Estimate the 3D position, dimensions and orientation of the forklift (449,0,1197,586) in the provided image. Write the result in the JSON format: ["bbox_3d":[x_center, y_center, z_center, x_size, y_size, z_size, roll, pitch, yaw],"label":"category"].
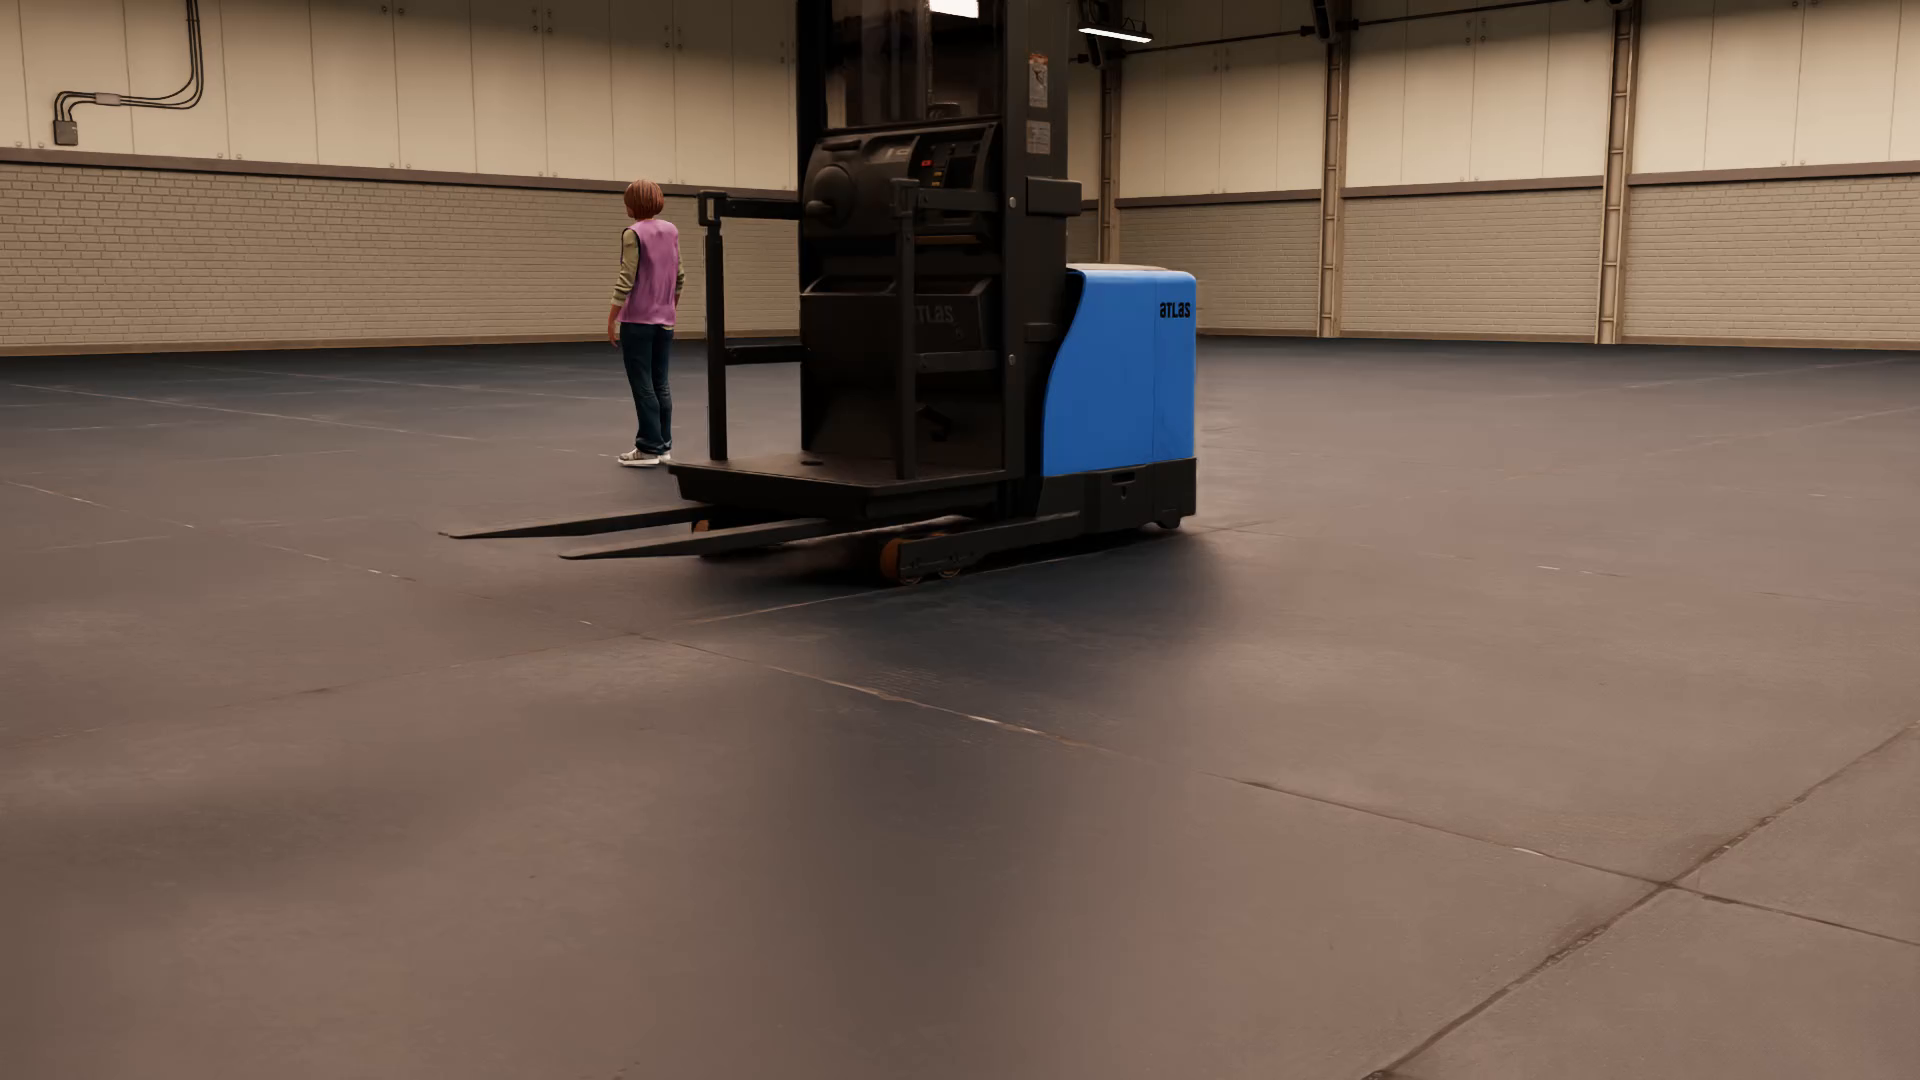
[{"bbox_3d":[-0.374,-1.377,6.017,1.130,2.935,3.031,8,11,42],"label":"forklift"}]

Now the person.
[{"bbox_3d":[-1.816,-1.219,9.398,0.475,1.597,0.520,6,11,35],"label":"person"}]
